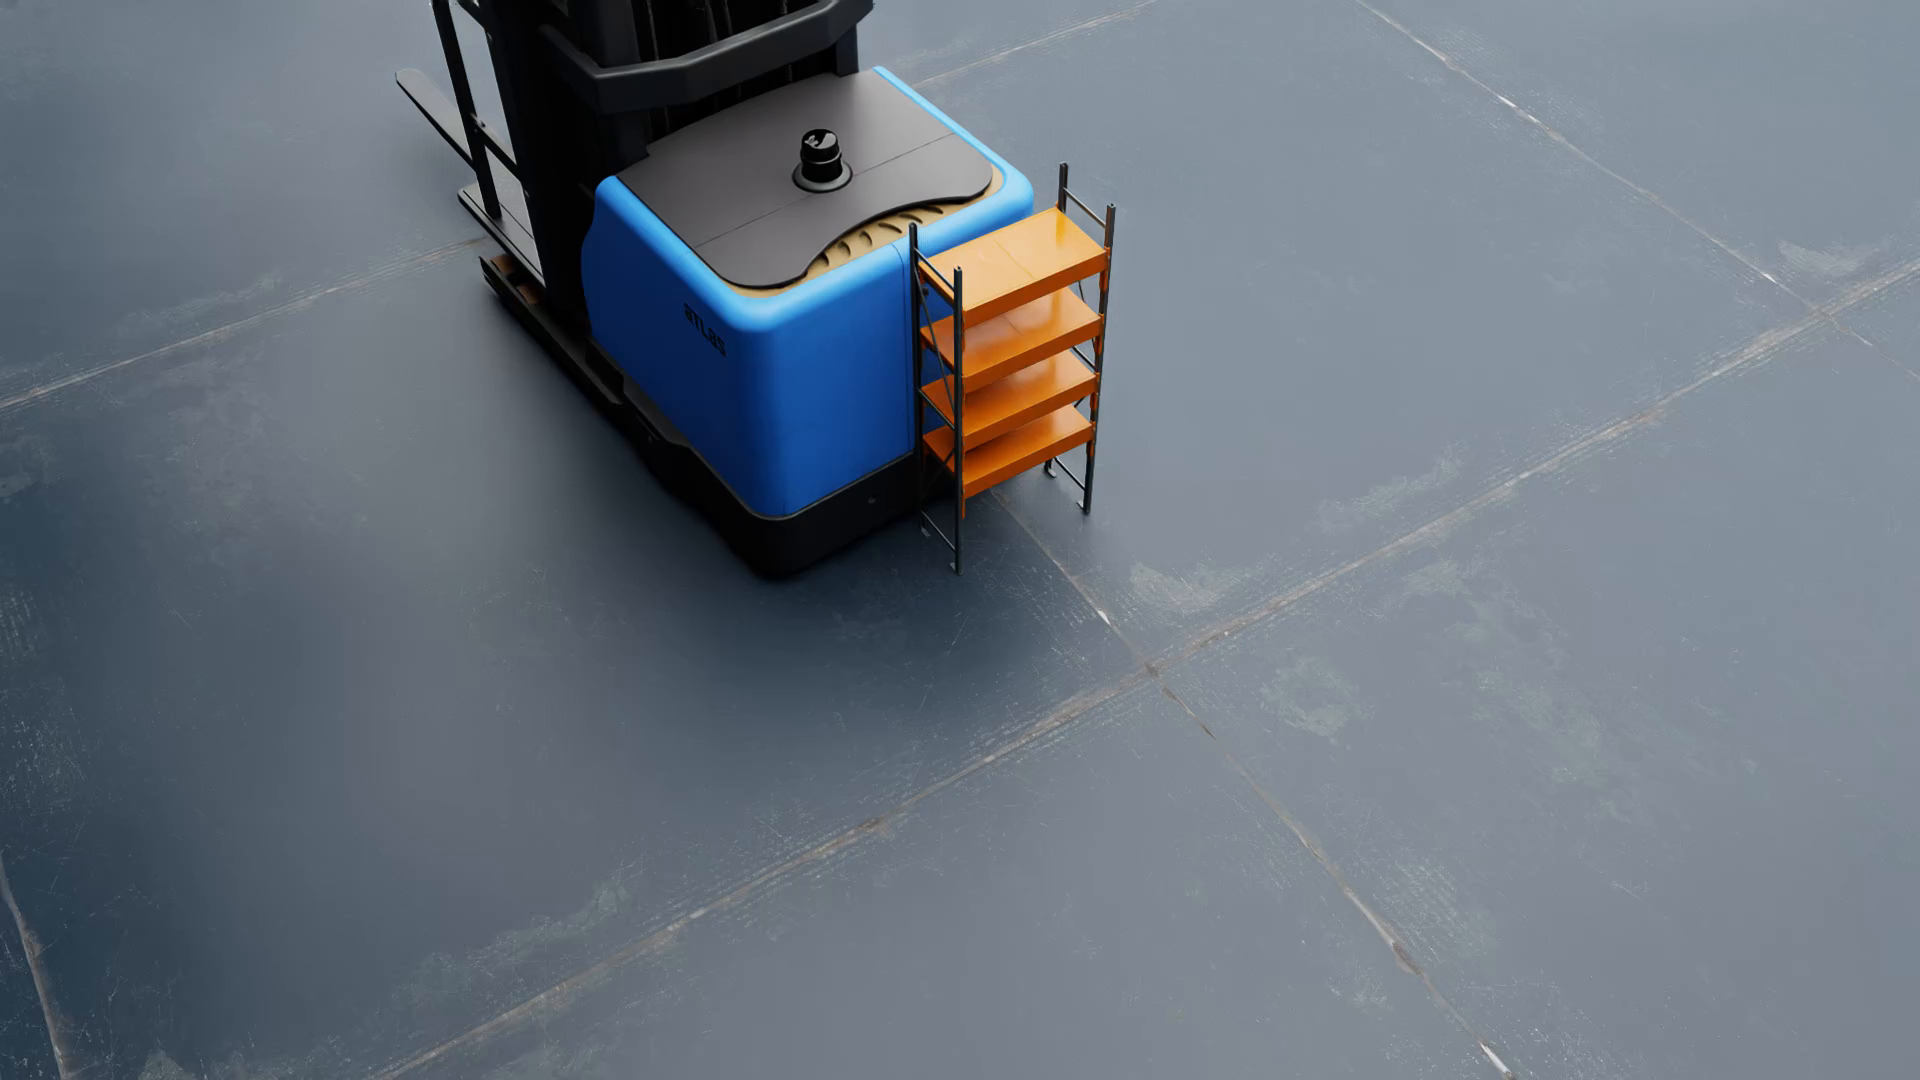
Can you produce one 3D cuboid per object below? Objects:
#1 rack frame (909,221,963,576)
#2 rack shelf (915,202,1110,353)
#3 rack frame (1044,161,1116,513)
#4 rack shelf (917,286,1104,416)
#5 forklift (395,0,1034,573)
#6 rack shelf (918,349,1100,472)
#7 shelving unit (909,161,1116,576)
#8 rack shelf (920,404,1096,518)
[{"bbox_3d":[-0.064,-0.365,4.772,0.015,1.200,0.240,-26,53,-21],"label":"rack frame"},{"bbox_3d":[0.141,-0.726,4.567,0.480,0.148,0.258,-26,53,-21],"label":"rack shelf"},{"bbox_3d":[0.346,-0.563,4.948,0.015,1.200,0.240,-26,53,-21],"label":"rack frame"},{"bbox_3d":[0.141,-0.569,4.743,0.480,0.148,0.258,-26,53,-21],"label":"rack shelf"},{"bbox_3d":[-1.063,-1.932,5.007,1.130,2.935,3.031,-30,55,-24],"label":"forklift"},{"bbox_3d":[0.141,-0.420,4.910,0.480,0.148,0.258,-26,53,-21],"label":"rack shelf"},{"bbox_3d":[0.141,-0.464,4.860,0.503,1.200,0.258,-26,53,-21],"label":"shelving unit"},{"bbox_3d":[0.141,-0.287,5.058,0.480,0.148,0.258,-26,53,-21],"label":"rack shelf"}]
